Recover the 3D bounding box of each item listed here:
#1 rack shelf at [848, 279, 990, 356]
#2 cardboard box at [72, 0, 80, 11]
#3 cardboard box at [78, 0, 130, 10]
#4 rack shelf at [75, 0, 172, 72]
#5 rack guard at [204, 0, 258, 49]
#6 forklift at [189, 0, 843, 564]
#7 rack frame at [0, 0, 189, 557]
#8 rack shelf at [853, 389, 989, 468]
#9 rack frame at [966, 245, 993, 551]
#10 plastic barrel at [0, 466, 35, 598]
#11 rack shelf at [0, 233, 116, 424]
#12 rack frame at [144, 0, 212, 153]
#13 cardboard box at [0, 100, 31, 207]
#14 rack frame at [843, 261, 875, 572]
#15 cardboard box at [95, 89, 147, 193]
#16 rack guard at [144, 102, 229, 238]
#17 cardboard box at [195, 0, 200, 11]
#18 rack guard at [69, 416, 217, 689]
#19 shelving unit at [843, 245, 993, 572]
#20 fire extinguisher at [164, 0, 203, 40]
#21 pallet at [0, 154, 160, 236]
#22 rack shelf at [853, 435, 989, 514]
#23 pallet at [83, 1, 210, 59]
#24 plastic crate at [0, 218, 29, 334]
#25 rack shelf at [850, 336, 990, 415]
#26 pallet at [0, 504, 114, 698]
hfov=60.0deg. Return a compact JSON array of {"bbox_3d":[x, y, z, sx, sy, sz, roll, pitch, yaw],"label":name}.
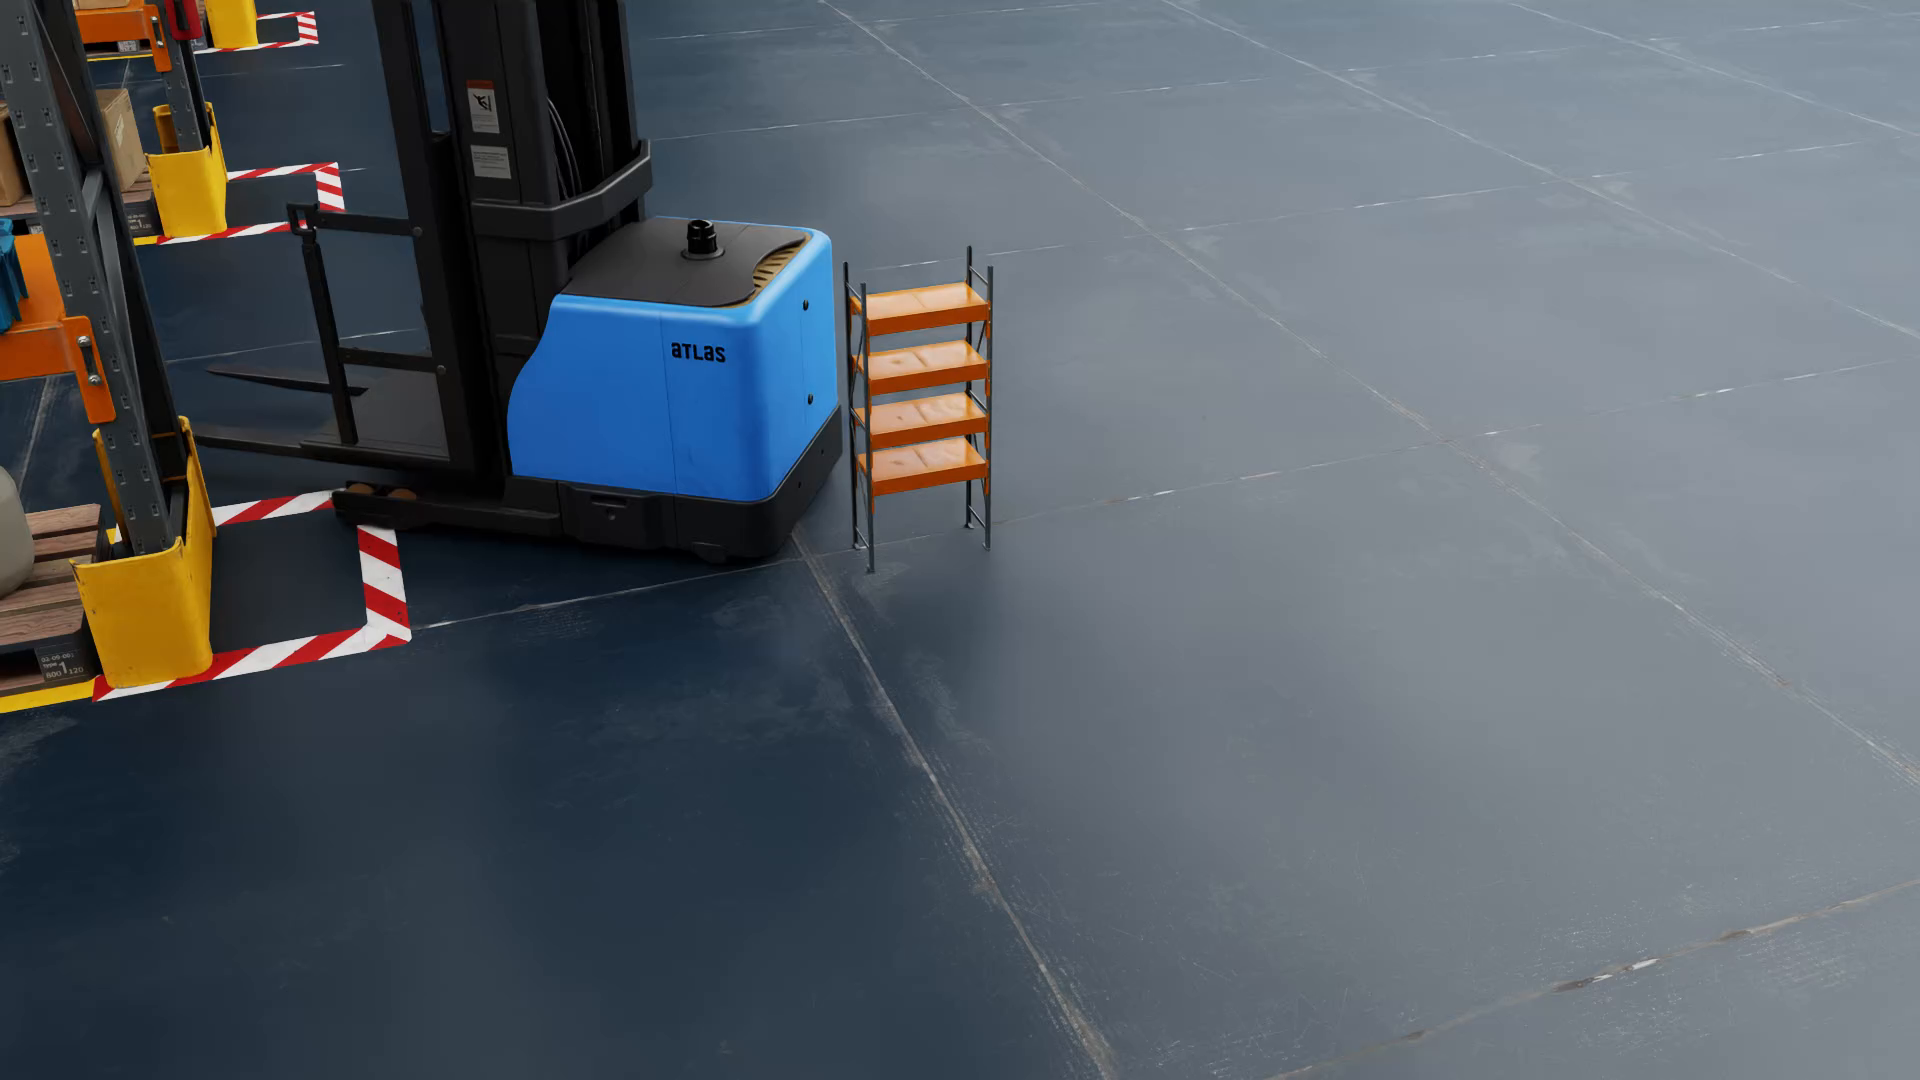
[{"bbox_3d":[-0.155,-0.834,6.208,0.480,0.148,0.258,-10,31,-18],"label":"rack shelf"},{"bbox_3d":[-5.131,-3.108,9.429,0.250,0.149,0.380,-10,31,-18],"label":"cardboard box"},{"bbox_3d":[-4.897,-3.151,9.504,0.250,0.149,0.380,-10,31,-18],"label":"cardboard box"},{"bbox_3d":[-6.576,-2.747,9.268,4.000,0.370,1.077,-10,31,-18],"label":"rack shelf"},{"bbox_3d":[-6.314,-4.641,14.392,0.348,0.500,1.175,-10,31,-18],"label":"rack guard"},{"bbox_3d":[-2.086,-1.559,6.526,3.031,2.935,1.130,7,30,12],"label":"forklift"},{"bbox_3d":[-2.975,-1.107,5.663,0.127,3.000,1.000,-10,31,-18],"label":"rack frame"},{"bbox_3d":[-0.155,-0.434,6.436,0.480,0.148,0.258,-10,31,-18],"label":"rack shelf"},{"bbox_3d":[0.074,-0.535,6.477,0.015,1.200,0.240,-10,31,-18],"label":"rack frame"},{"bbox_3d":[-3.565,-0.059,5.913,0.421,0.512,0.421,0,30,0],"label":"plastic barrel"},{"bbox_3d":[-4.849,-0.449,5.235,4.000,0.370,1.077,-10,31,-18],"label":"rack shelf"},{"bbox_3d":[-4.702,-3.405,9.696,0.127,3.000,1.000,-10,31,-18],"label":"rack frame"},{"bbox_3d":[-5.841,-2.282,9.826,0.500,0.500,0.500,-3,30,-5],"label":"cardboard box"},{"bbox_3d":[-0.384,-0.451,6.329,0.015,1.200,0.240,-10,31,-18],"label":"rack frame"},{"bbox_3d":[-5.293,-2.401,10.035,0.500,0.500,0.500,-5,30,-8],"label":"cardboard box"},{"bbox_3d":[-4.773,-2.306,10.292,0.348,0.500,1.175,-10,31,-18],"label":"rack guard"},{"bbox_3d":[-6.949,-4.835,13.929,0.875,0.875,0.875,-10,31,-17],"label":"cardboard box"},{"bbox_3d":[-3.030,0.014,6.220,0.348,0.500,1.175,-10,31,-18],"label":"rack guard"},{"bbox_3d":[-0.155,-0.493,6.403,0.503,1.200,0.258,-10,31,-18],"label":"shelving unit"},{"bbox_3d":[-4.434,-3.177,9.375,0.183,0.674,0.296,-10,31,-18],"label":"fire extinguisher"},{"bbox_3d":[-5.547,-2.056,10.146,1.213,0.211,1.003,-10,31,-18],"label":"pallet"},{"bbox_3d":[-0.155,-0.262,6.534,0.480,0.148,0.258,-10,31,-18],"label":"rack shelf"},{"bbox_3d":[-7.059,-4.337,14.150,1.213,0.211,1.003,-10,31,-18],"label":"pallet"},{"bbox_3d":[-3.339,-0.817,5.304,0.616,0.251,0.499,-10,31,-18],"label":"plastic crate"},{"bbox_3d":[-0.155,-0.629,6.325,0.480,0.148,0.258,-10,31,-18],"label":"rack shelf"},{"bbox_3d":[-3.793,0.277,6.050,1.213,0.211,1.003,-10,31,-18],"label":"pallet"}]
